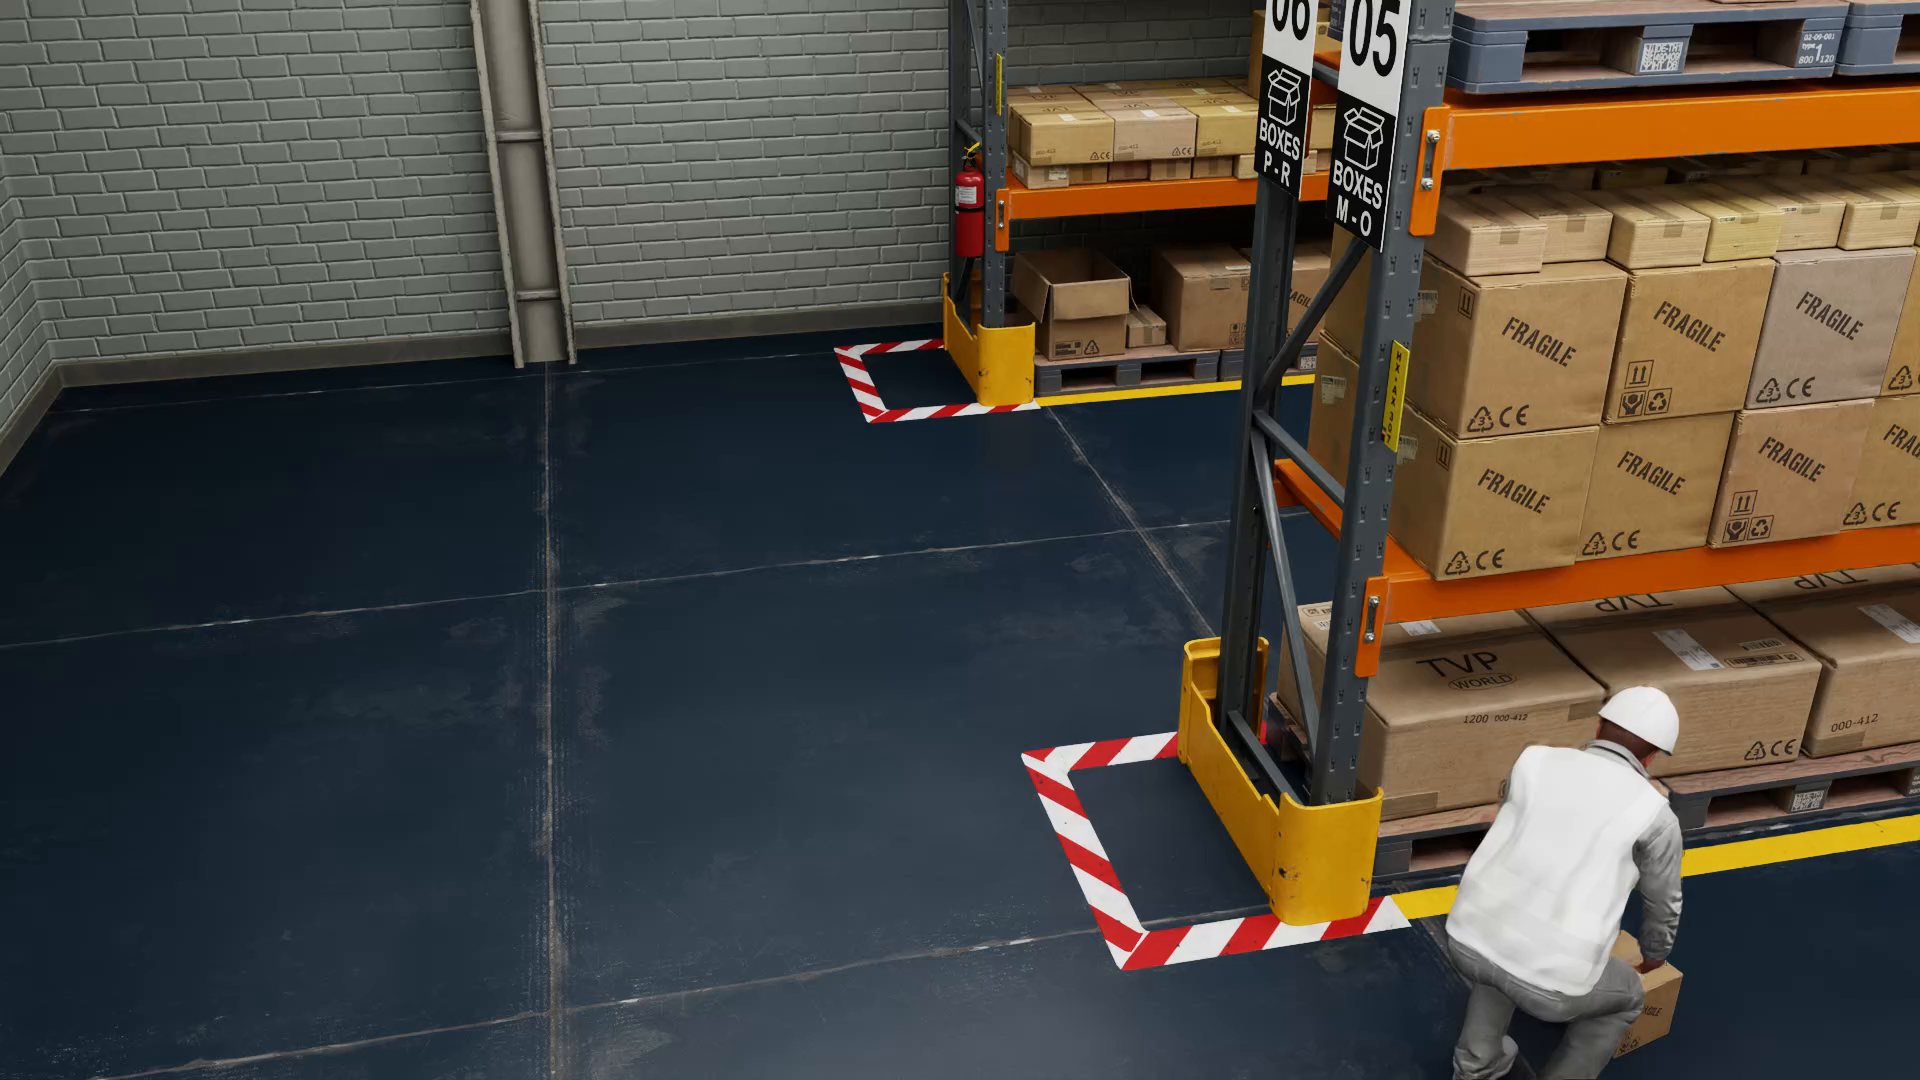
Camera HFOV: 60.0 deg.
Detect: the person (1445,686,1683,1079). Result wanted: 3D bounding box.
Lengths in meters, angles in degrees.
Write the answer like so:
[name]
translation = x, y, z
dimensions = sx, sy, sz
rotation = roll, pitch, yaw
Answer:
[person]
translation = 1.765, 1.100, 4.919
dimensions = 0.822, 1.299, 0.585
rotation = -20, 33, -35
